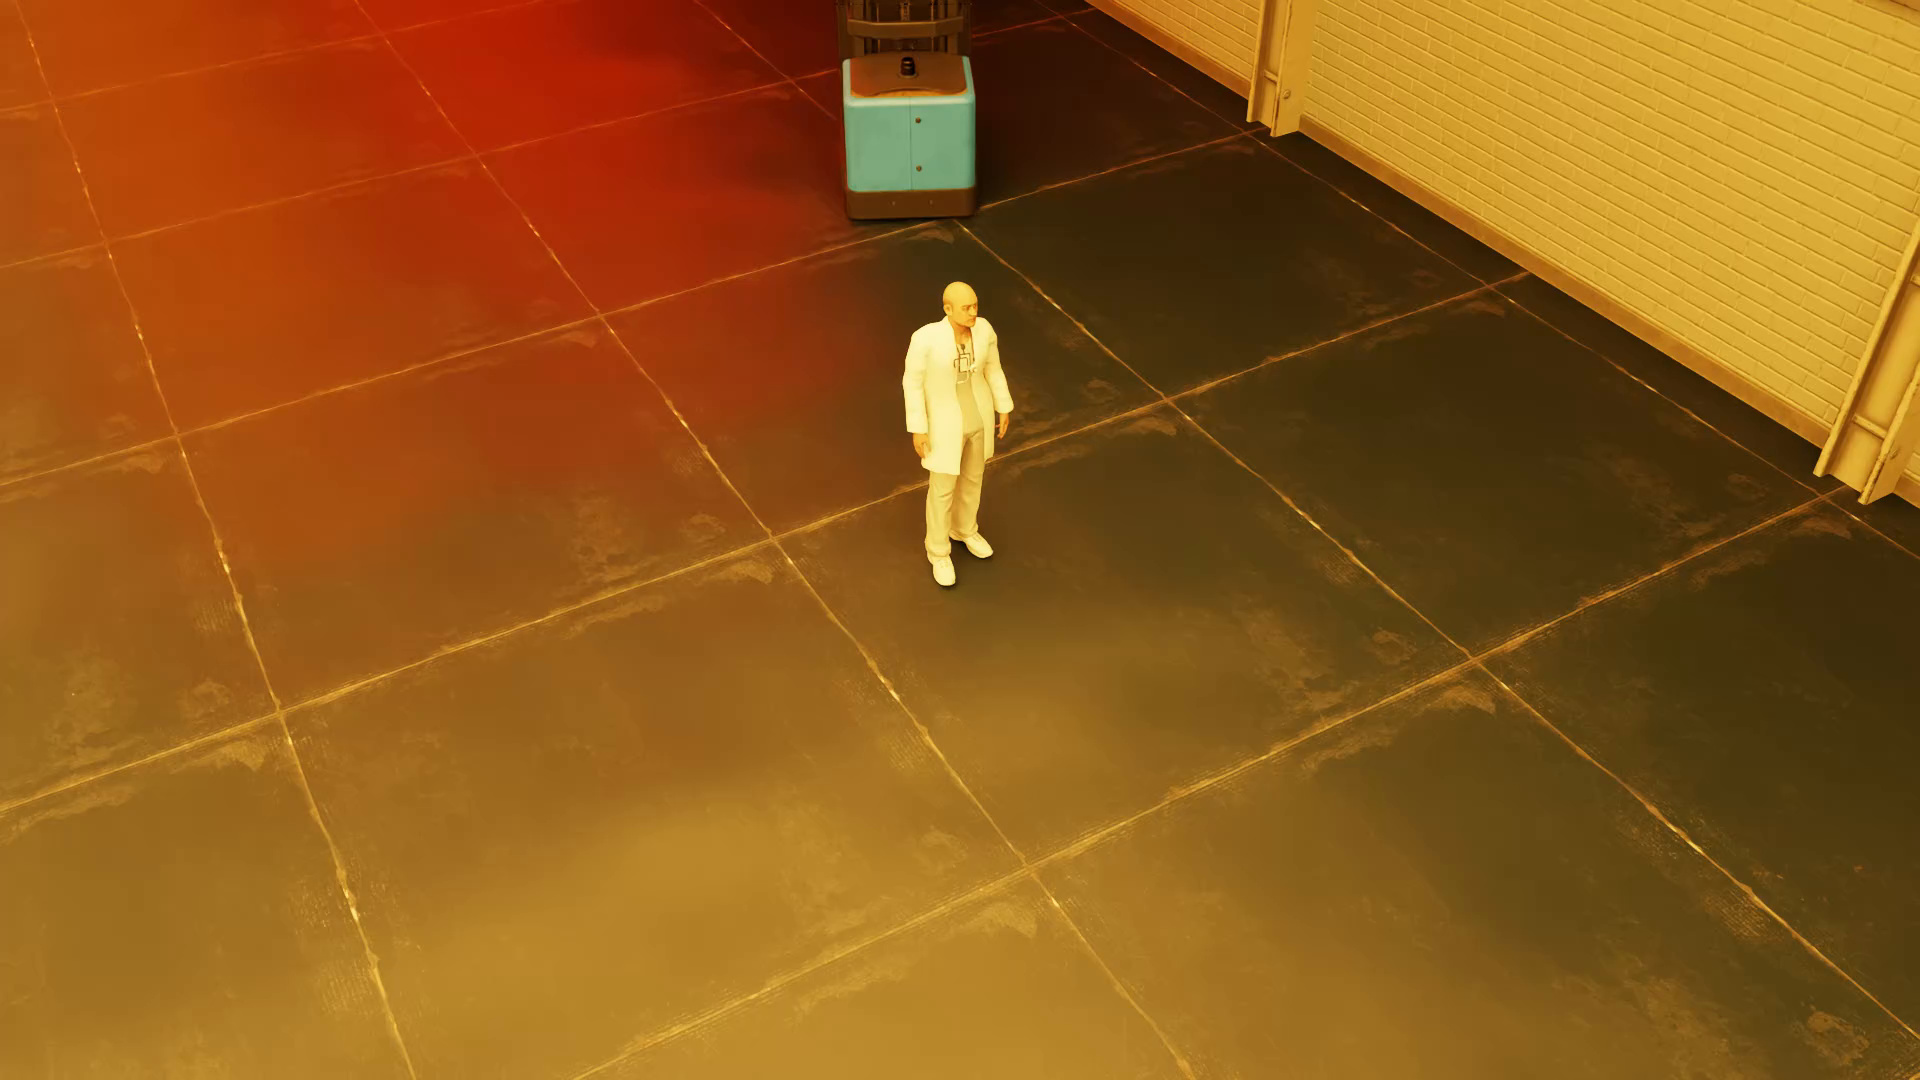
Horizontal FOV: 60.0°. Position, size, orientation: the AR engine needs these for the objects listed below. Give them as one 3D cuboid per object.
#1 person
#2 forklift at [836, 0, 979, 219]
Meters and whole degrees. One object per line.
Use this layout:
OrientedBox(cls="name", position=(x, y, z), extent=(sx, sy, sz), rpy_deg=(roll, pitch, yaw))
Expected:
OrientedBox(cls="person", position=(0.041, -0.638, 9.698), extent=(0.696, 1.775, 0.581), rpy_deg=(-20, 44, -23))
OrientedBox(cls="forklift", position=(-0.474, -4.622, 13.608), extent=(1.130, 2.935, 3.031), rpy_deg=(-2, 40, -3))
